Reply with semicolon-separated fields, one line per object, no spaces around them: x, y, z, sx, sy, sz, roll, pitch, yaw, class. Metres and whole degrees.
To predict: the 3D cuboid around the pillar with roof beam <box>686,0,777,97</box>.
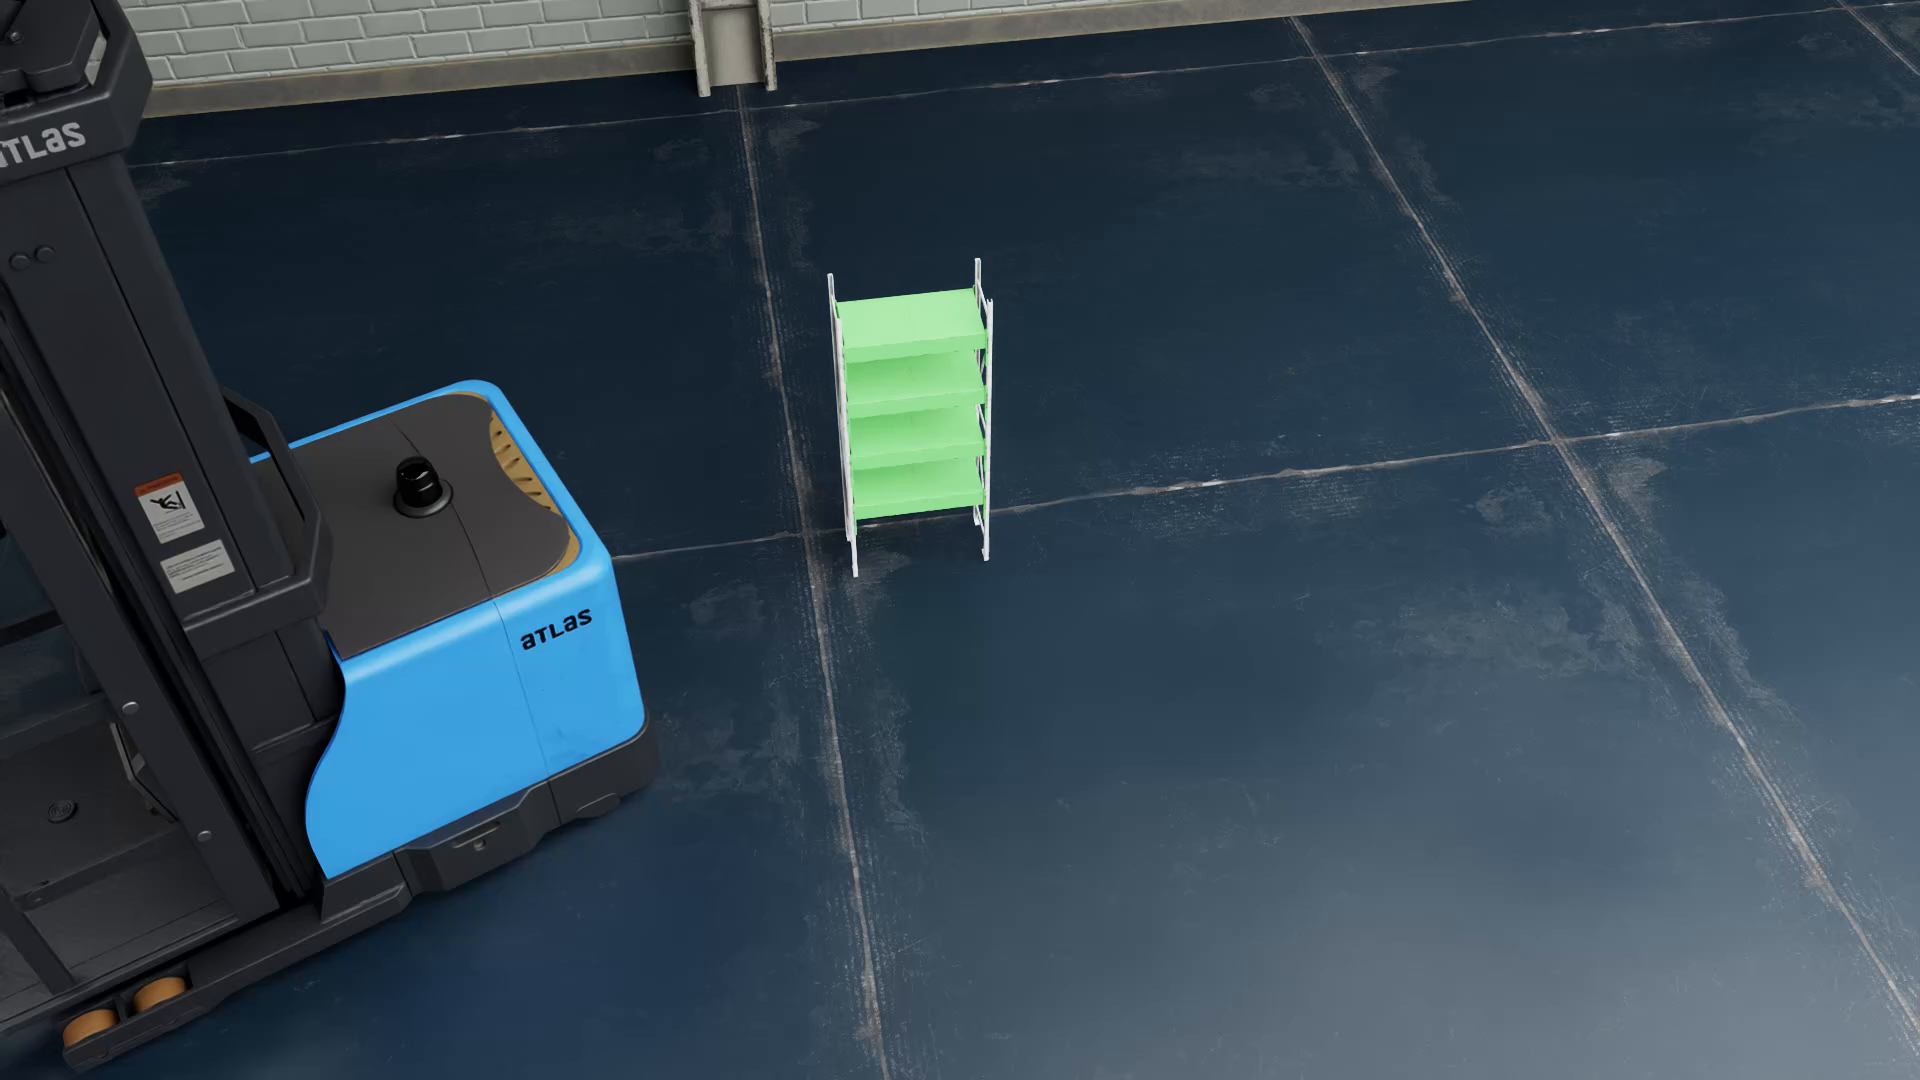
-0.416;-2.443;2.354;0.400;9.000;9.100;-7;46;-7;pillar with roof beam

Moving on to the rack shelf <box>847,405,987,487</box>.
-0.163;-0.352;5.844;0.480;0.148;0.258;-7;46;-7;rack shelf

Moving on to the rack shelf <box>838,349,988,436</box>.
-0.163;-0.518;5.671;0.480;0.148;0.258;-7;46;-7;rack shelf

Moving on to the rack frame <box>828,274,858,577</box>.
-0.404;-0.366;5.769;0.015;1.200;0.240;-7;46;-7;rack frame

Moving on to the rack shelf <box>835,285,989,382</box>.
-0.163;-0.685;5.499;0.480;0.148;0.258;-7;46;-7;rack shelf

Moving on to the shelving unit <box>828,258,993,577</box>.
-0.163;-0.396;5.798;0.503;1.200;0.258;-7;46;-7;shelving unit

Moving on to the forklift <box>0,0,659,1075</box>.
-2.505;0.055;4.162;3.031;2.935;1.130;-24;51;-22;forklift

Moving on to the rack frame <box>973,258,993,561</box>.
0.077;-0.426;5.827;0.015;1.200;0.240;-7;46;-7;rack frame

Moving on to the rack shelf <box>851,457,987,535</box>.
-0.163;-0.185;6.017;0.480;0.148;0.258;-7;46;-7;rack shelf
